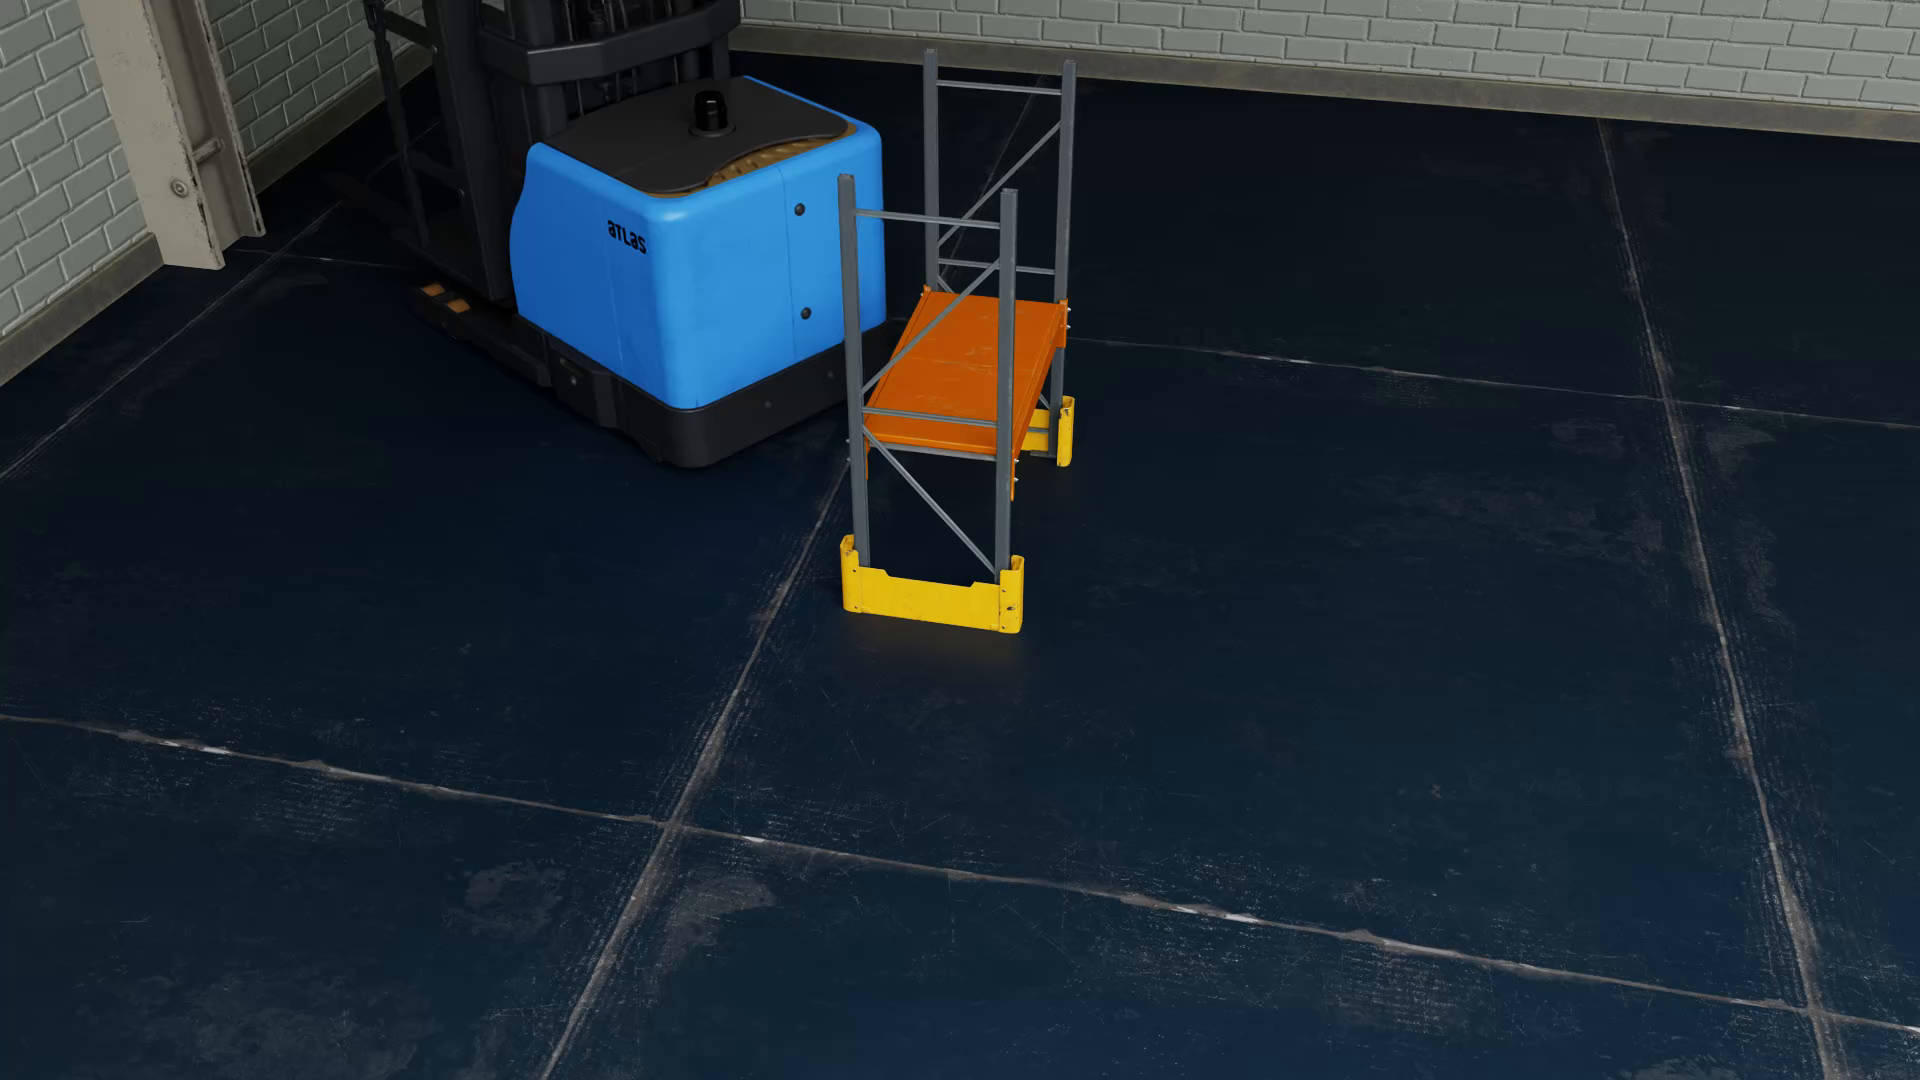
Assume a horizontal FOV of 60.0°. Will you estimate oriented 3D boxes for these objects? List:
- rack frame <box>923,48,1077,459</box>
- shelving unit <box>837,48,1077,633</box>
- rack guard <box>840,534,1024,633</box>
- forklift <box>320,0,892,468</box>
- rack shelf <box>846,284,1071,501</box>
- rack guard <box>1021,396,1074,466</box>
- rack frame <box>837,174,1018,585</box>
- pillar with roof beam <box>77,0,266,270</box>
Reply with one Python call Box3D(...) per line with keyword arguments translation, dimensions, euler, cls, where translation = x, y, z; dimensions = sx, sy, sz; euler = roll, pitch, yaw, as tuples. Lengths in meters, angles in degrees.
Box3D(translation=(0.127, -0.948, 5.779), dimensions=(0.500, 1.500, 0.032), euler=(7, 37, 10), cls="rack frame")
Box3D(translation=(0.016, -0.651, 5.370), dimensions=(0.587, 1.500, 1.083), euler=(7, 37, 10), cls="shelving unit")
Box3D(translation=(-0.090, 0.141, 5.343), dimensions=(0.587, 0.250, 0.087), euler=(7, 37, 10), cls="rack guard")
Box3D(translation=(-1.662, -2.207, 6.298), dimensions=(1.130, 2.935, 3.031), euler=(-30, 46, -35), cls="forklift")
Box3D(translation=(0.018, -0.511, 5.483), dimensions=(0.538, 0.185, 1.000), euler=(7, 37, 10), cls="rack shelf")
Box3D(translation=(0.123, -0.430, 6.131), dimensions=(0.587, 0.250, 0.087), euler=(7, 37, 10), cls="rack guard")
Box3D(translation=(-0.090, -0.365, 4.975), dimensions=(0.500, 1.500, 0.032), euler=(7, 37, 10), cls="rack frame")
Box3D(translation=(0.795, -4.441, 4.209), dimensions=(9.100, 9.000, 0.400), euler=(7, 37, 10), cls="pillar with roof beam")
